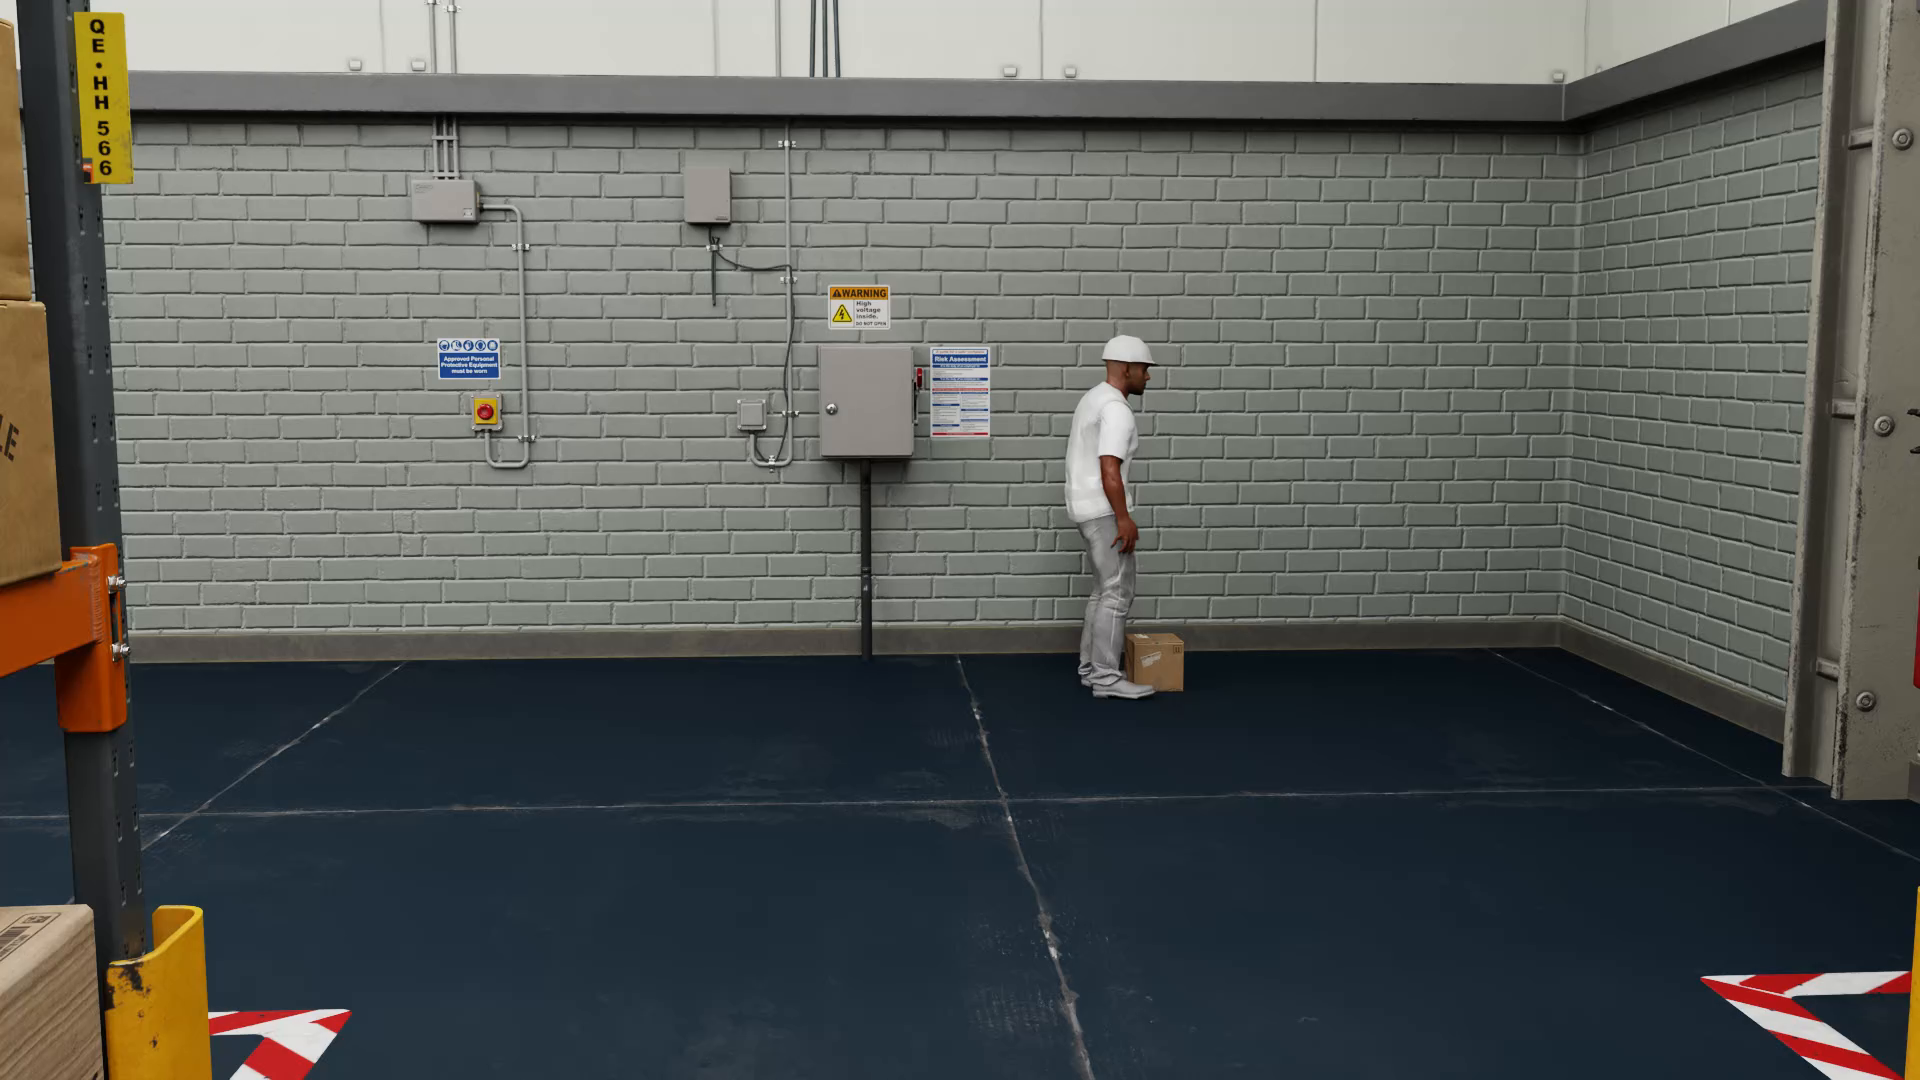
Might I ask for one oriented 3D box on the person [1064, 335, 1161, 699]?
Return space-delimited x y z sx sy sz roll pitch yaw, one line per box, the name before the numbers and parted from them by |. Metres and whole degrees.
person | 0.755 -0.126 8.220 0.459 1.761 0.627 0 7 -4
